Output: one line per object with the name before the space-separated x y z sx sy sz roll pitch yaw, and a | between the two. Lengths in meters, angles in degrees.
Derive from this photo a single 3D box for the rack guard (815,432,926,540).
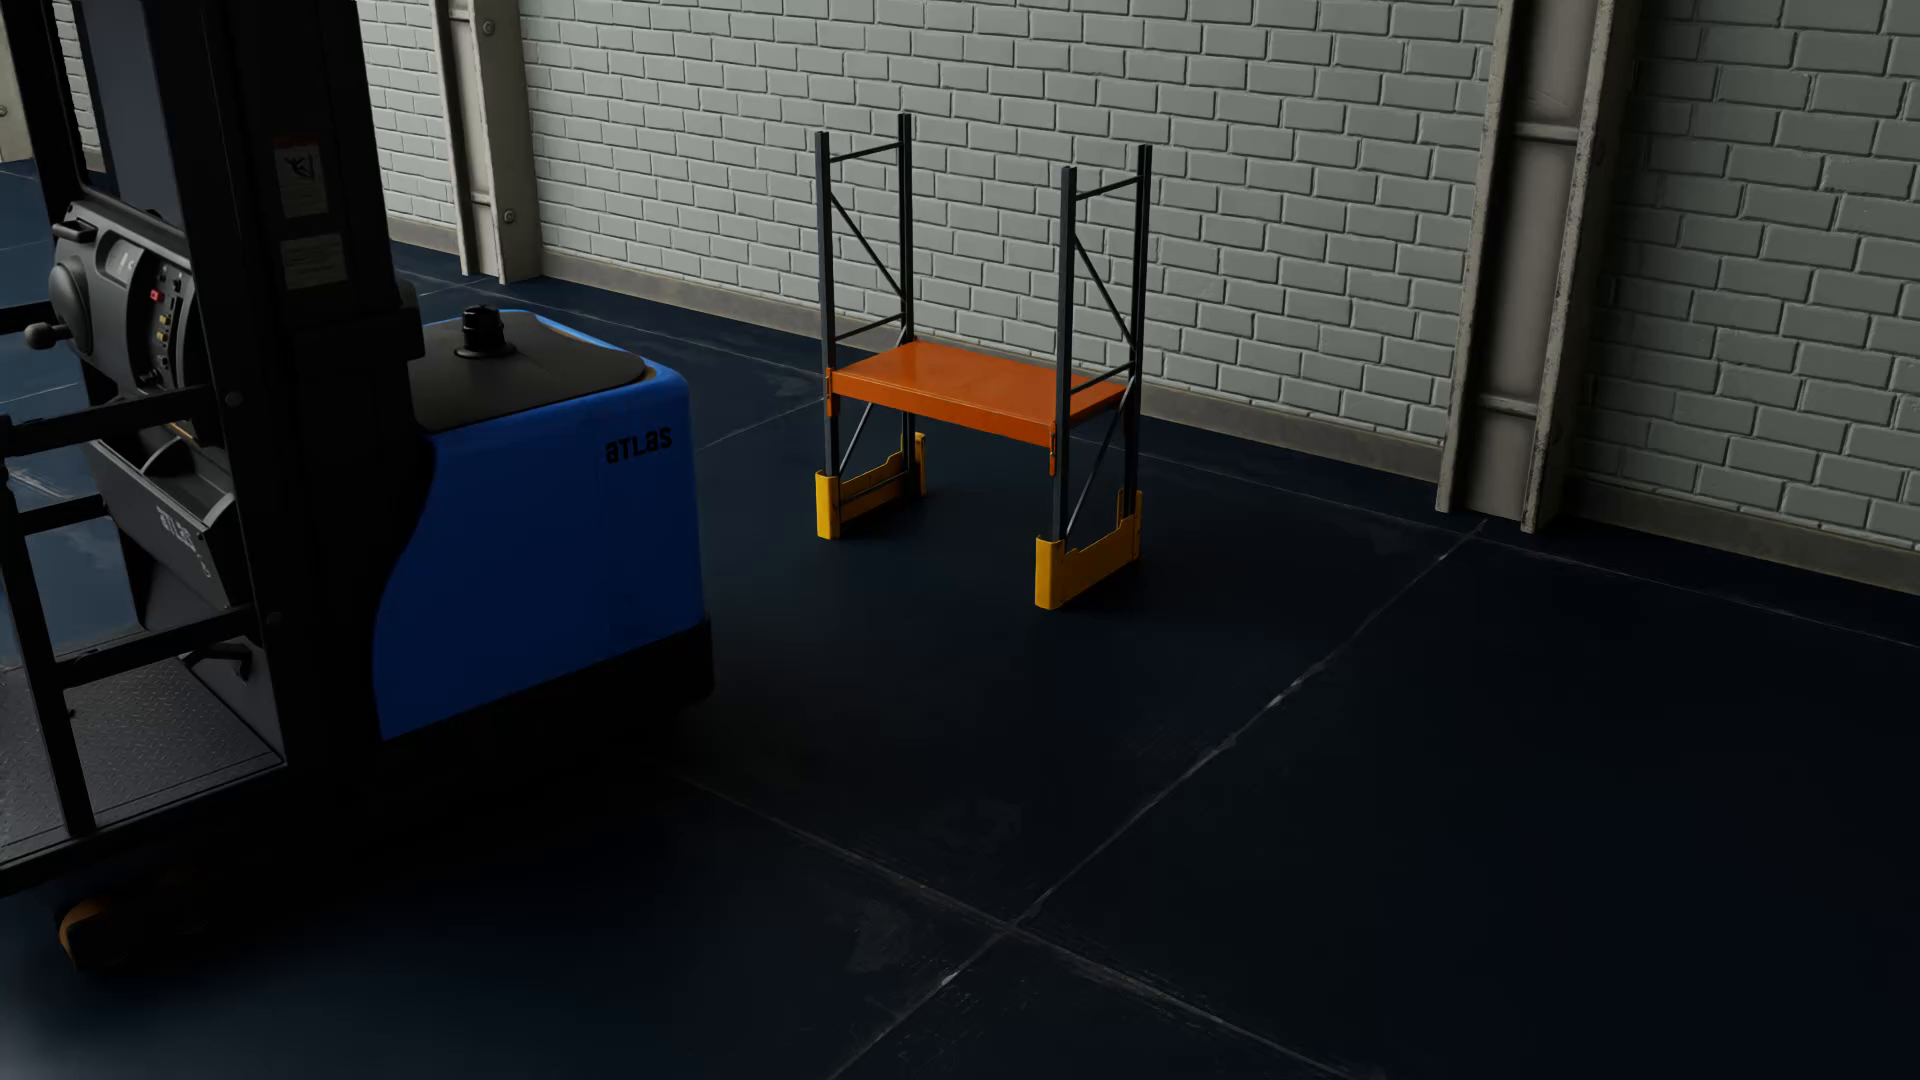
rack guard | -0.338 -0.216 6.431 0.087 0.250 0.587 17 29 33

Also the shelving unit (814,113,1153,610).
shelving unit | 0.061 -0.668 5.906 1.083 1.500 0.587 17 29 33

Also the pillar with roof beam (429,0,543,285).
pillar with roof beam | -5.272 -4.299 4.847 0.400 9.000 9.100 17 29 33

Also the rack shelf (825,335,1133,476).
rack shelf | 0.068 -0.501 5.973 1.000 0.185 0.538 17 29 33

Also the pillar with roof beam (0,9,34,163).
pillar with roof beam | -10.073 -5.750 8.140 0.400 9.000 9.100 17 29 33

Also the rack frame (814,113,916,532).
rack frame | -0.339 -0.789 6.180 0.032 1.500 0.500 17 29 33

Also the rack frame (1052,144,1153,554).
rack frame | 0.475 -0.543 5.622 0.032 1.500 0.500 17 29 33

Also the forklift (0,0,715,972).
forklift | -2.170 -0.562 3.891 3.031 2.935 1.130 -20 31 -38

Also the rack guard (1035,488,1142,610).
rack guard | 0.459 0.024 5.884 0.087 0.250 0.587 17 29 33

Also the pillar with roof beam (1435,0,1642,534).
pillar with roof beam | -0.471 -2.848 1.554 0.400 9.000 9.100 17 29 33
